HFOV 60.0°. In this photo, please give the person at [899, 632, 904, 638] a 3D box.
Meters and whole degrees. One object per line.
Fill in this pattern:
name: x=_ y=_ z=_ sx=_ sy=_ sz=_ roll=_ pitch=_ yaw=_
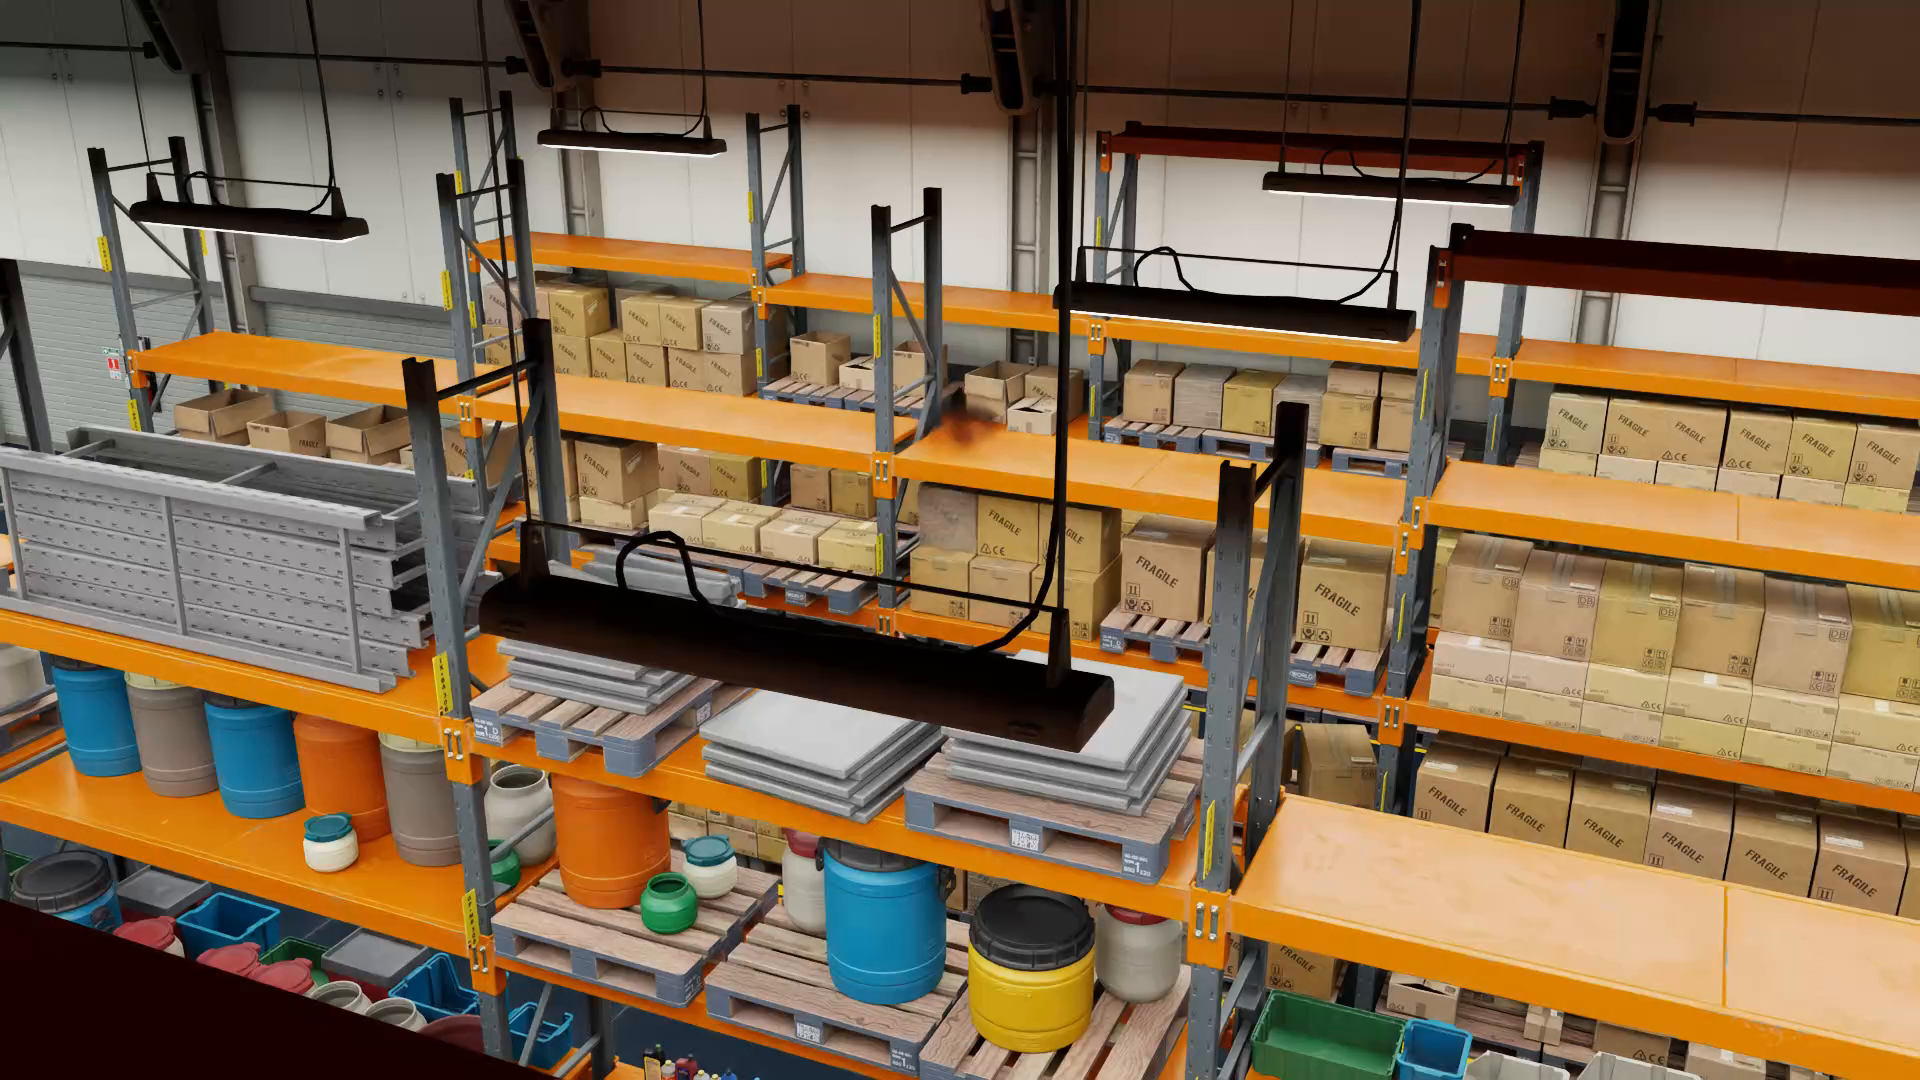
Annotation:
person: x=-0.482 y=1.640 z=16.052 sx=0.578 sy=1.689 sz=0.485 roll=-4 pitch=21 yaw=-10
